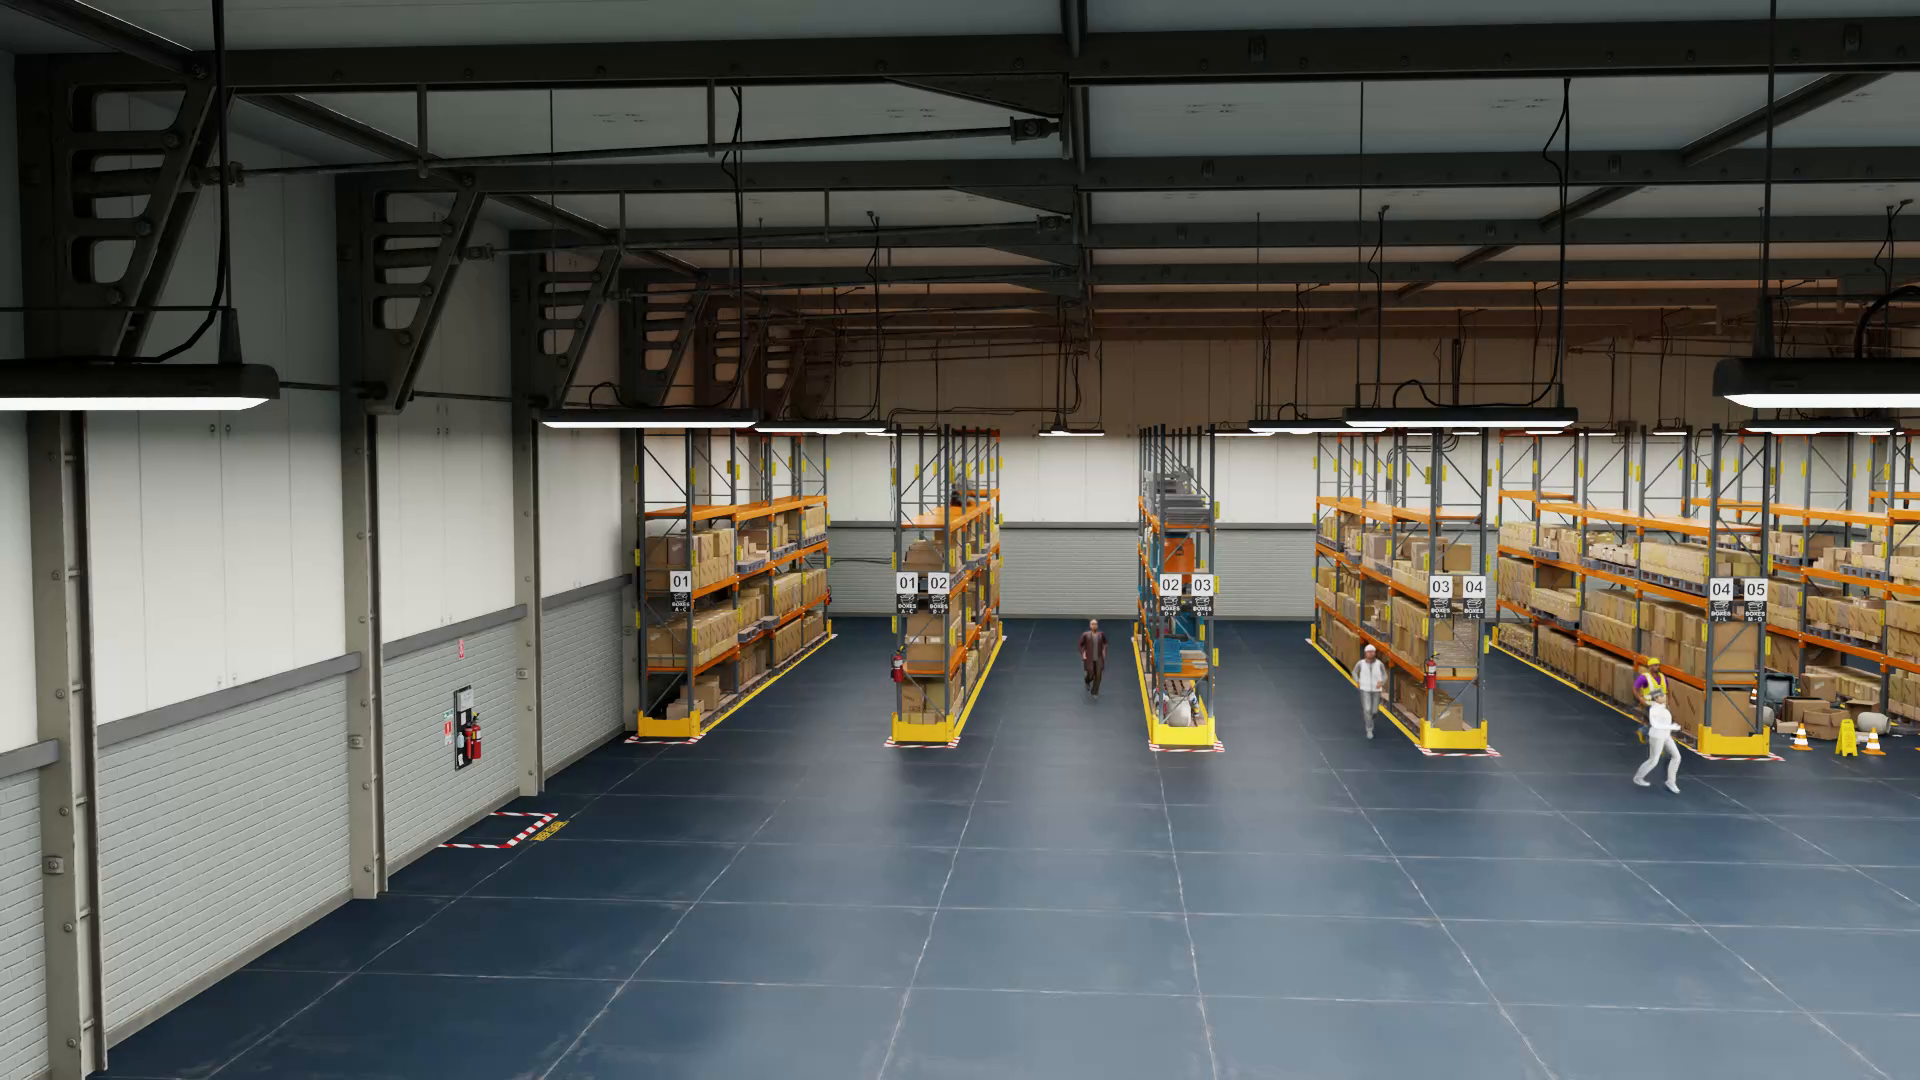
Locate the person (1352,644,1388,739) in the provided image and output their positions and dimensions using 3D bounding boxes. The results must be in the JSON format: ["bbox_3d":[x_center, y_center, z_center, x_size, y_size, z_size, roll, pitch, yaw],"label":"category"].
[{"bbox_3d":[7.909,2.894,32.092,0.669,1.769,0.833,0,3,6],"label":"person"}]

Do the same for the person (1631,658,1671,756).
[{"bbox_3d":[12.633,3.023,30.366,0.726,1.760,0.774,-1,4,-19],"label":"person"}]

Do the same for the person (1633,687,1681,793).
[{"bbox_3d":[11.380,3.249,27.086,0.619,1.730,0.739,-3,5,-43],"label":"person"}]

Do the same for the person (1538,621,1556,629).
[{"bbox_3d":[16.454,2.045,46.884,0.704,1.655,0.654,-2,4,-35],"label":"person"}]

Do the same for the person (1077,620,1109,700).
[{"bbox_3d":[2.953,2.627,36.701,0.711,1.743,0.756,0,3,-7],"label":"person"}]
